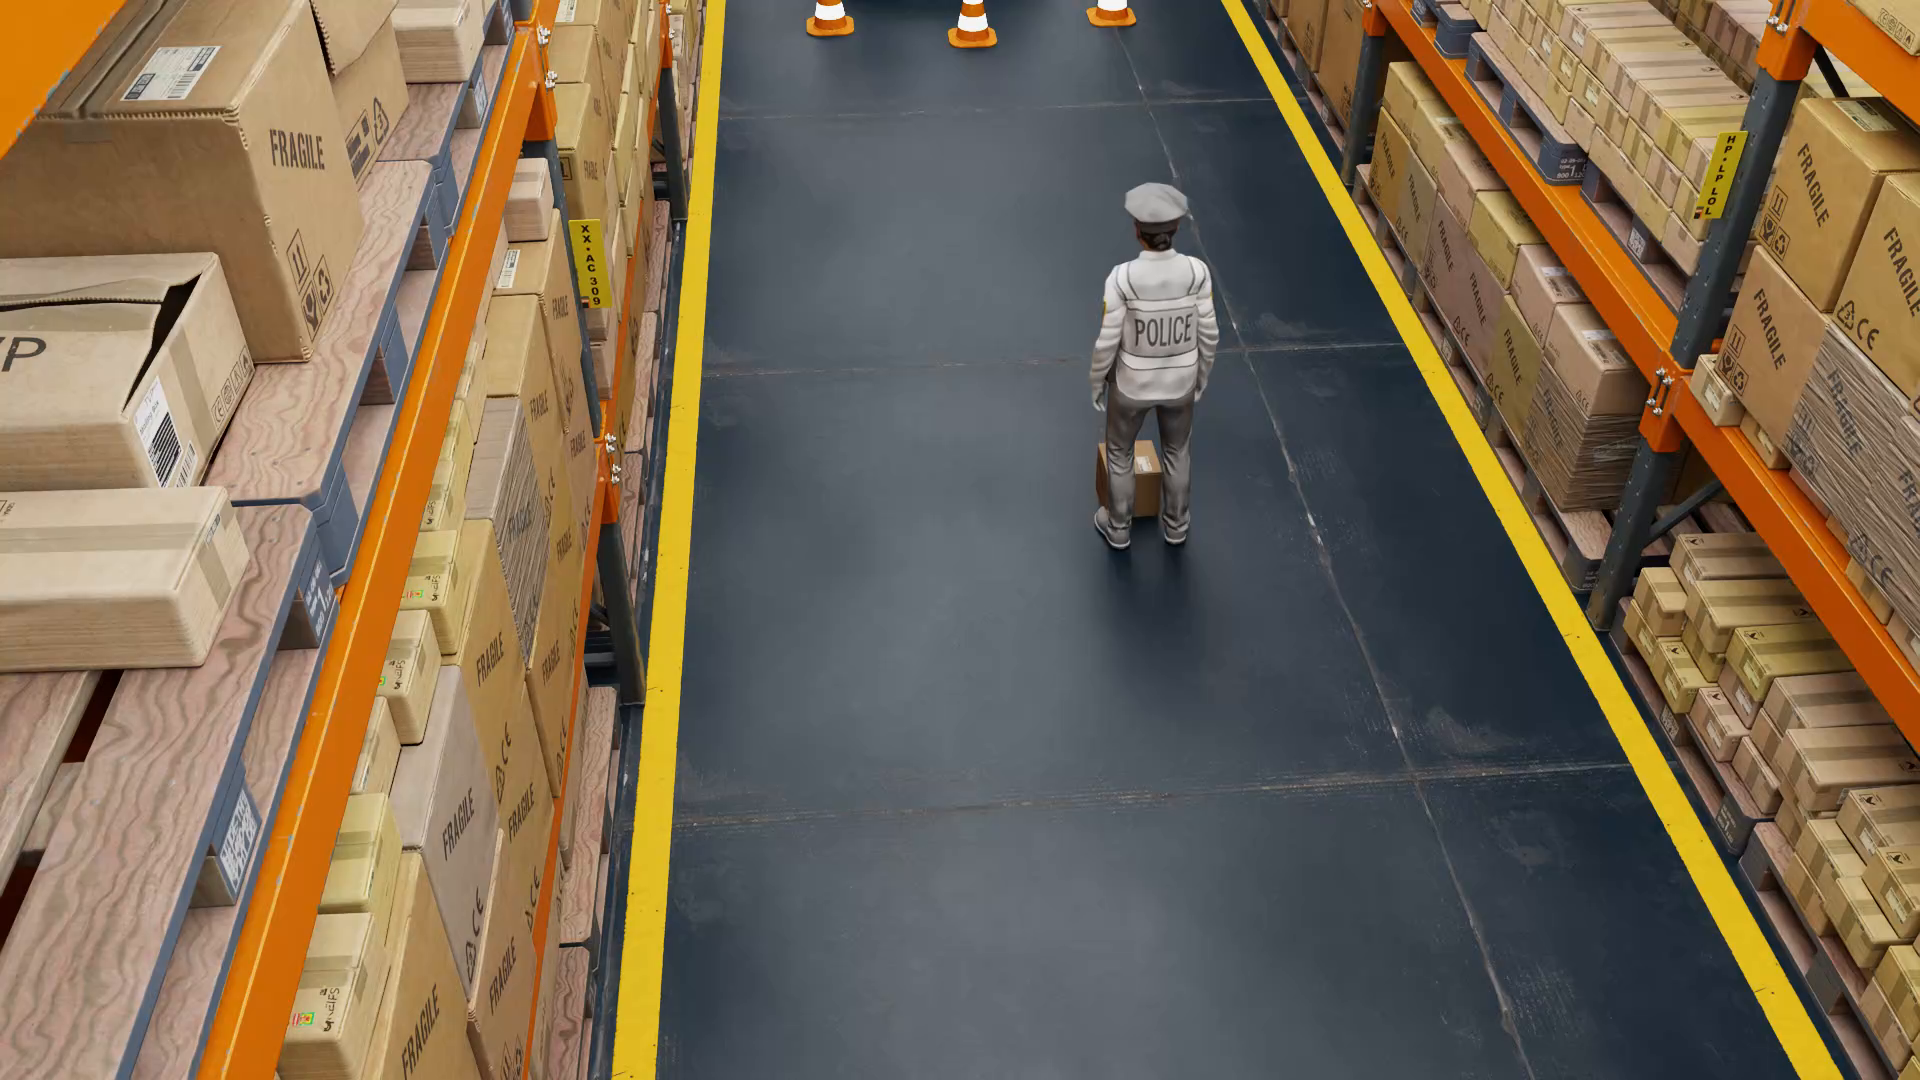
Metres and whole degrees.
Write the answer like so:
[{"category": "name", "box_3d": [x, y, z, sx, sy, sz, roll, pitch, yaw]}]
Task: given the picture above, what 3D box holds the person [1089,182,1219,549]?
[{"category": "person", "box_3d": [0.797, -0.669, 6.969, 0.528, 1.662, 0.375, -5, 40, -6]}]
